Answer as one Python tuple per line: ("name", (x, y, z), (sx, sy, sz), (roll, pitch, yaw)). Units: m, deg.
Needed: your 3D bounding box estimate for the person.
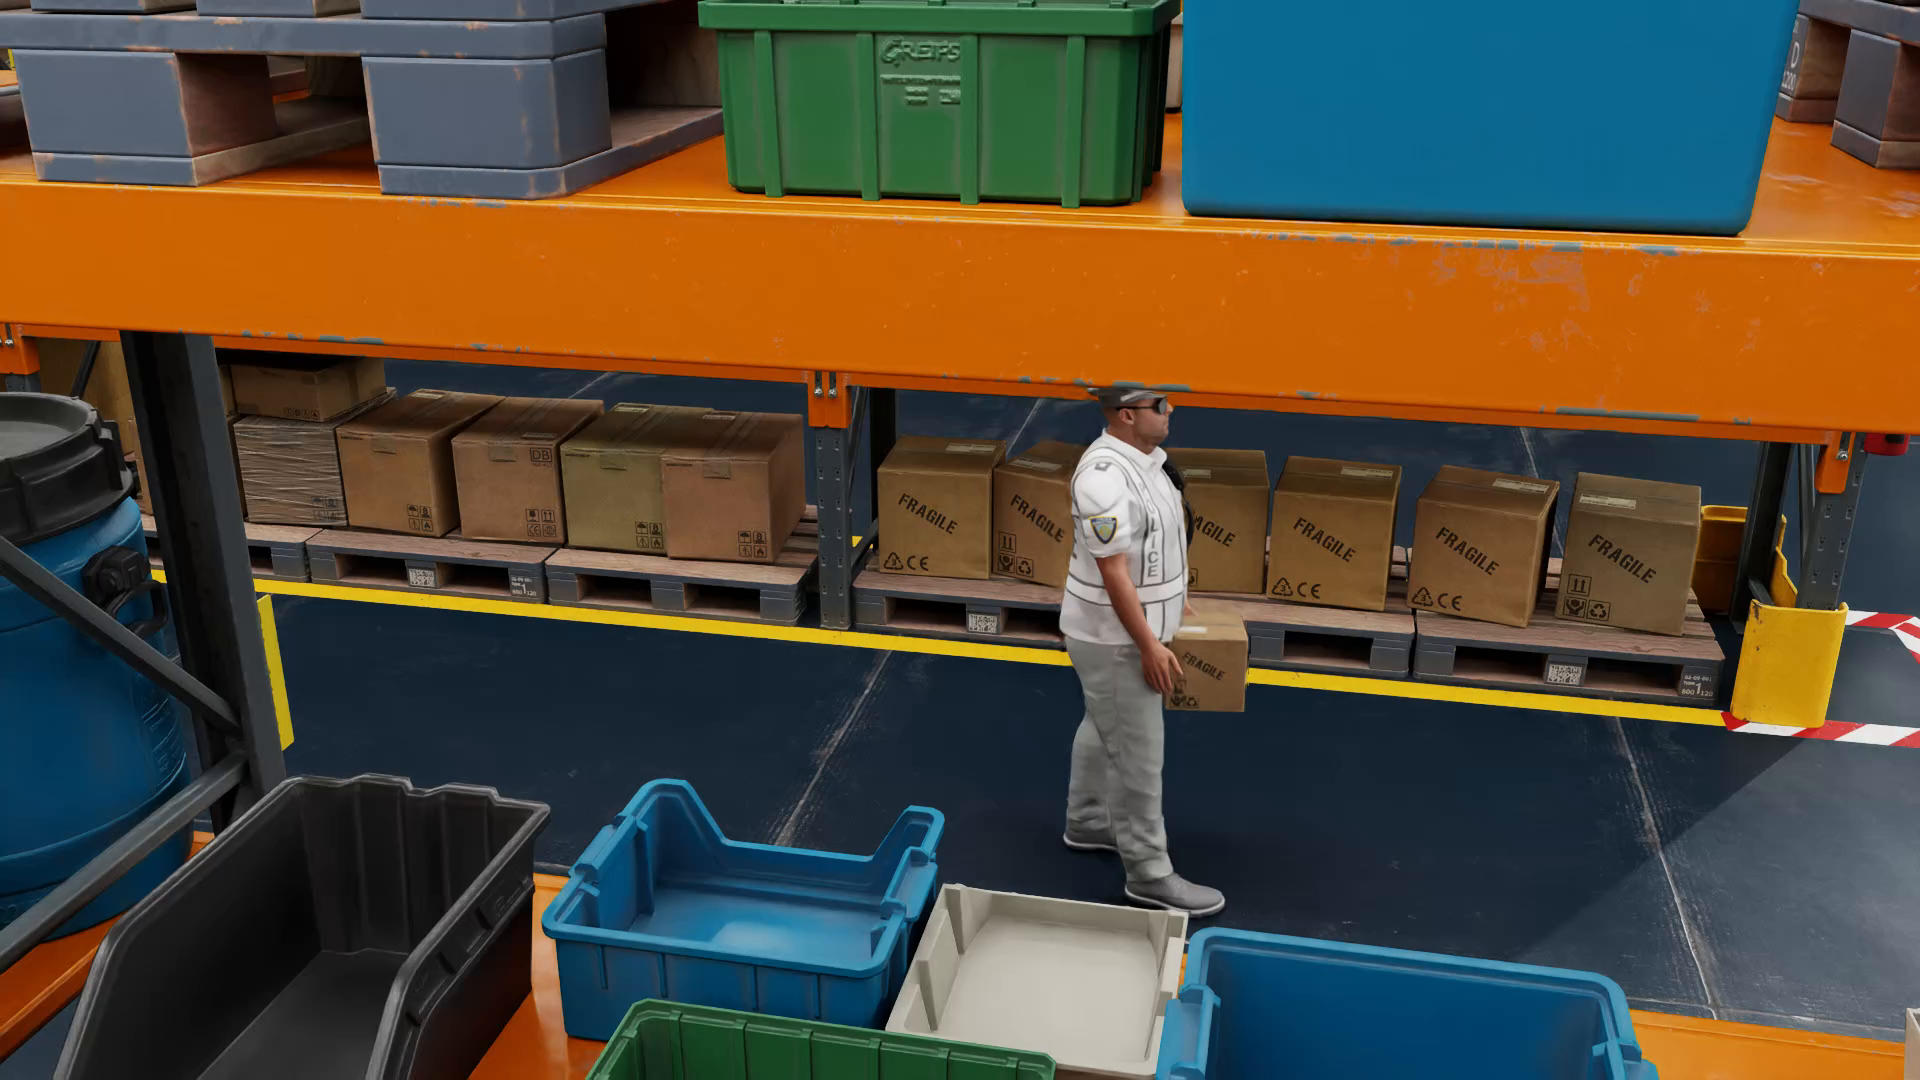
("person", (0.626, 0.280, 5.309), (0.601, 1.773, 0.570), (6, 22, 16))
